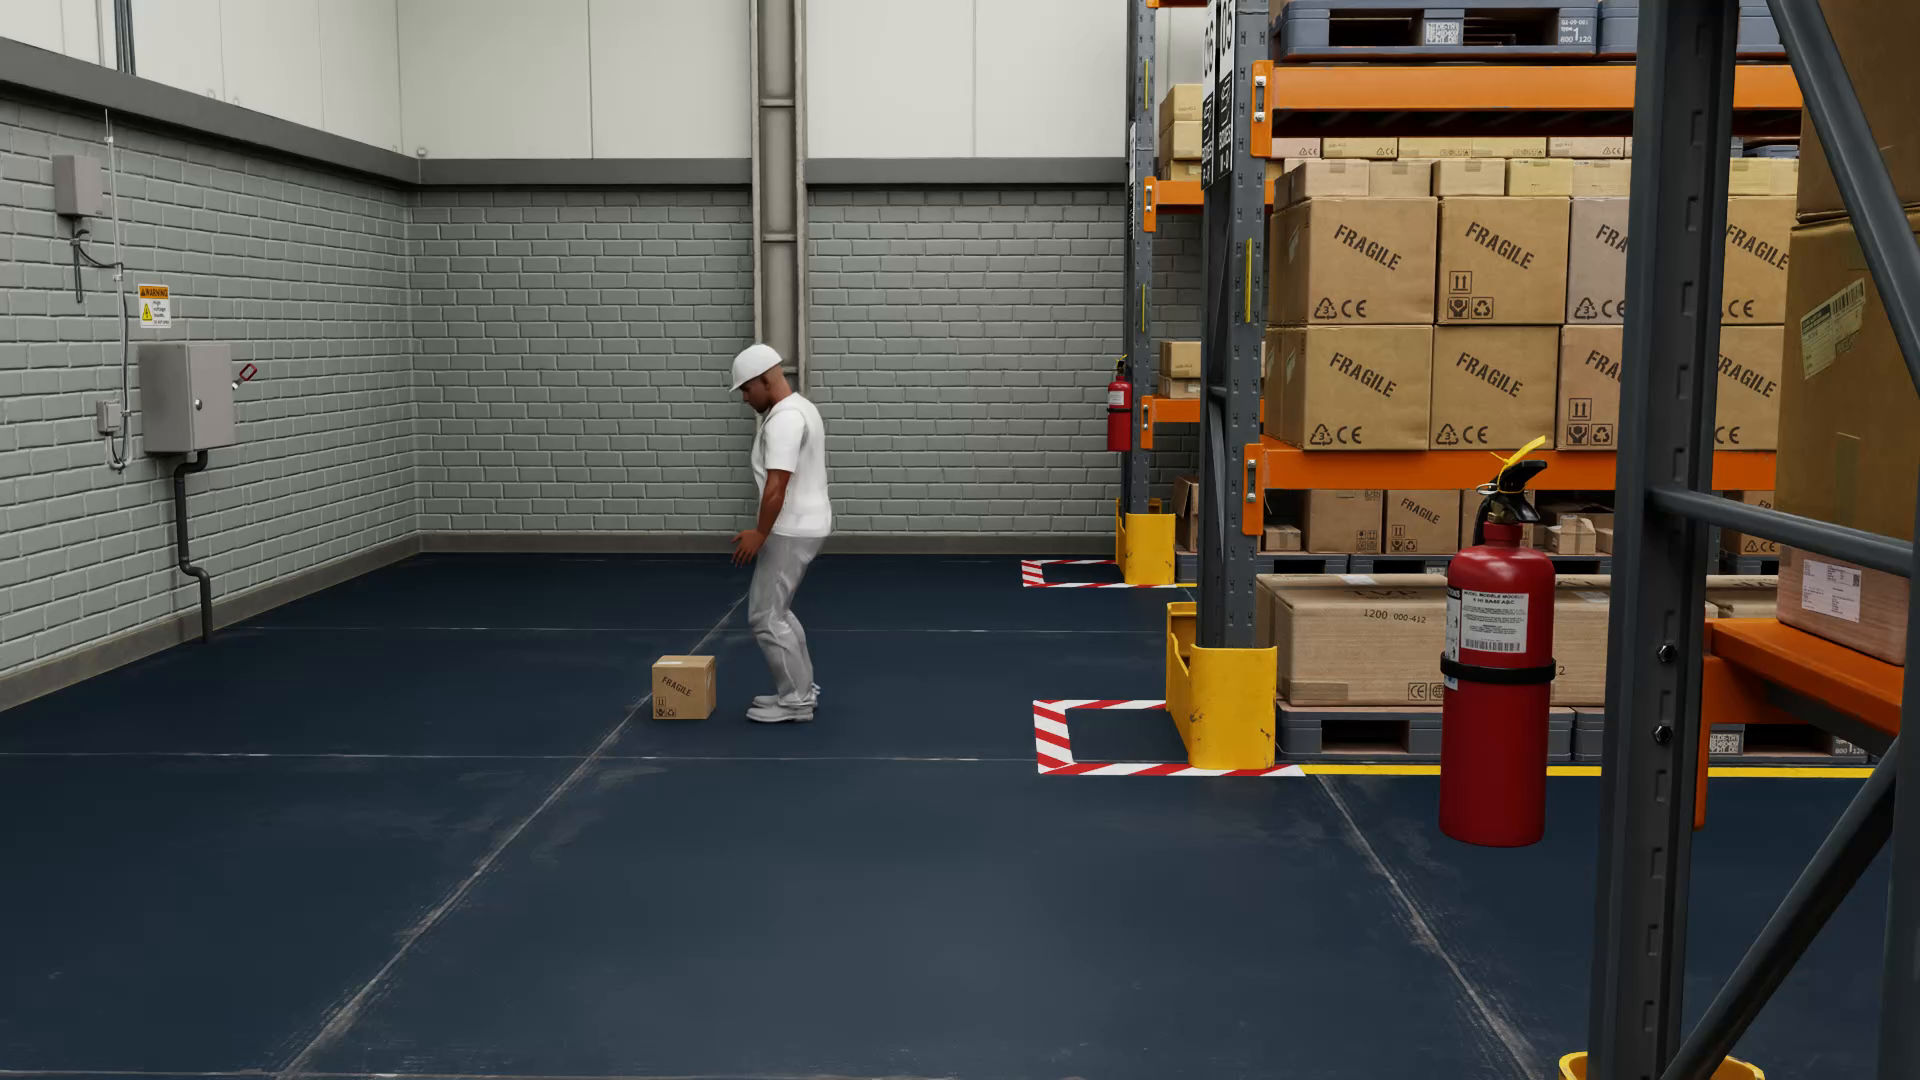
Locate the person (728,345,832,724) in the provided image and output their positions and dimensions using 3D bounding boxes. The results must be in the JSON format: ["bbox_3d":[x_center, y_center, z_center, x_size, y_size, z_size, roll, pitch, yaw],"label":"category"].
[{"bbox_3d":[-0.826,-0.031,7.635,0.453,1.716,0.591,0,7,3],"label":"person"}]
